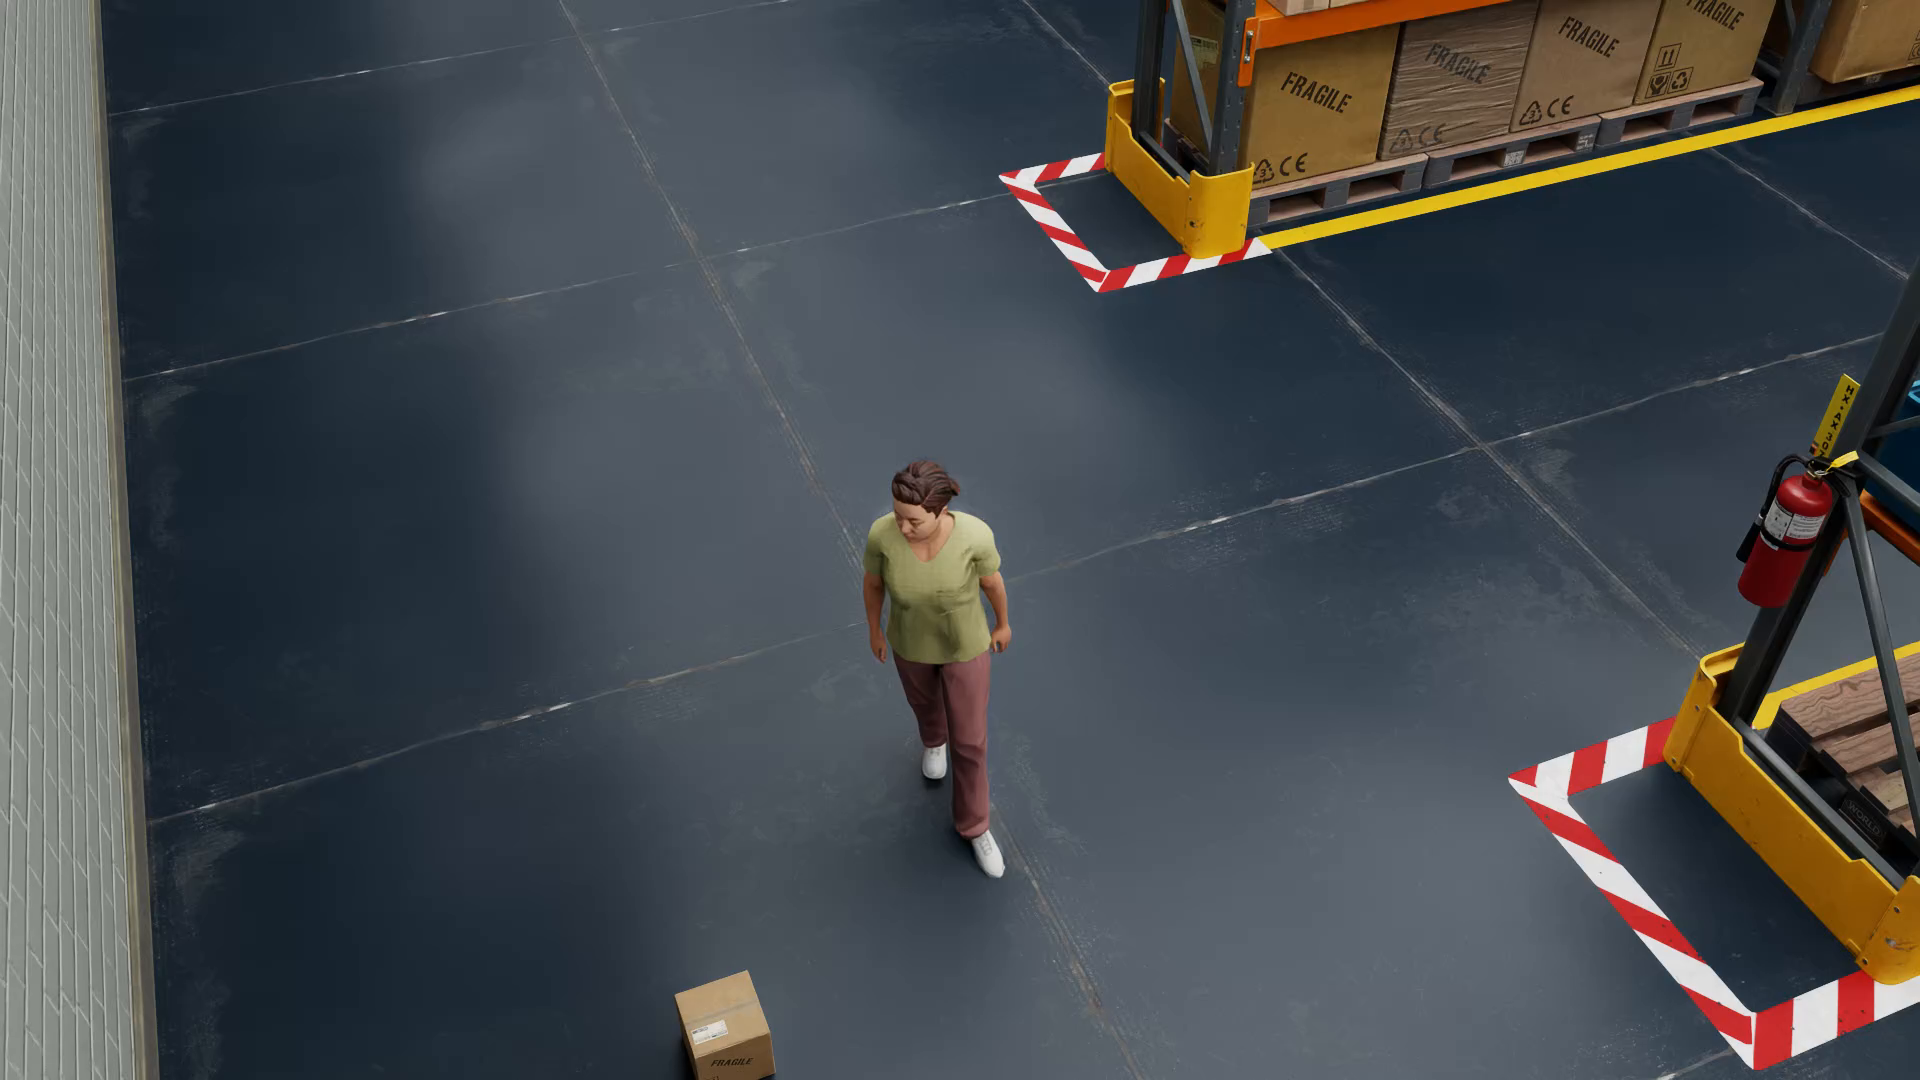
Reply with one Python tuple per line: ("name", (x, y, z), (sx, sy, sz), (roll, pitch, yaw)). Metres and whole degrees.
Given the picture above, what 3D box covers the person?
("person", (-0.060, 0.364, 5.773), (0.549, 1.689, 0.685), (6, 42, 7))
